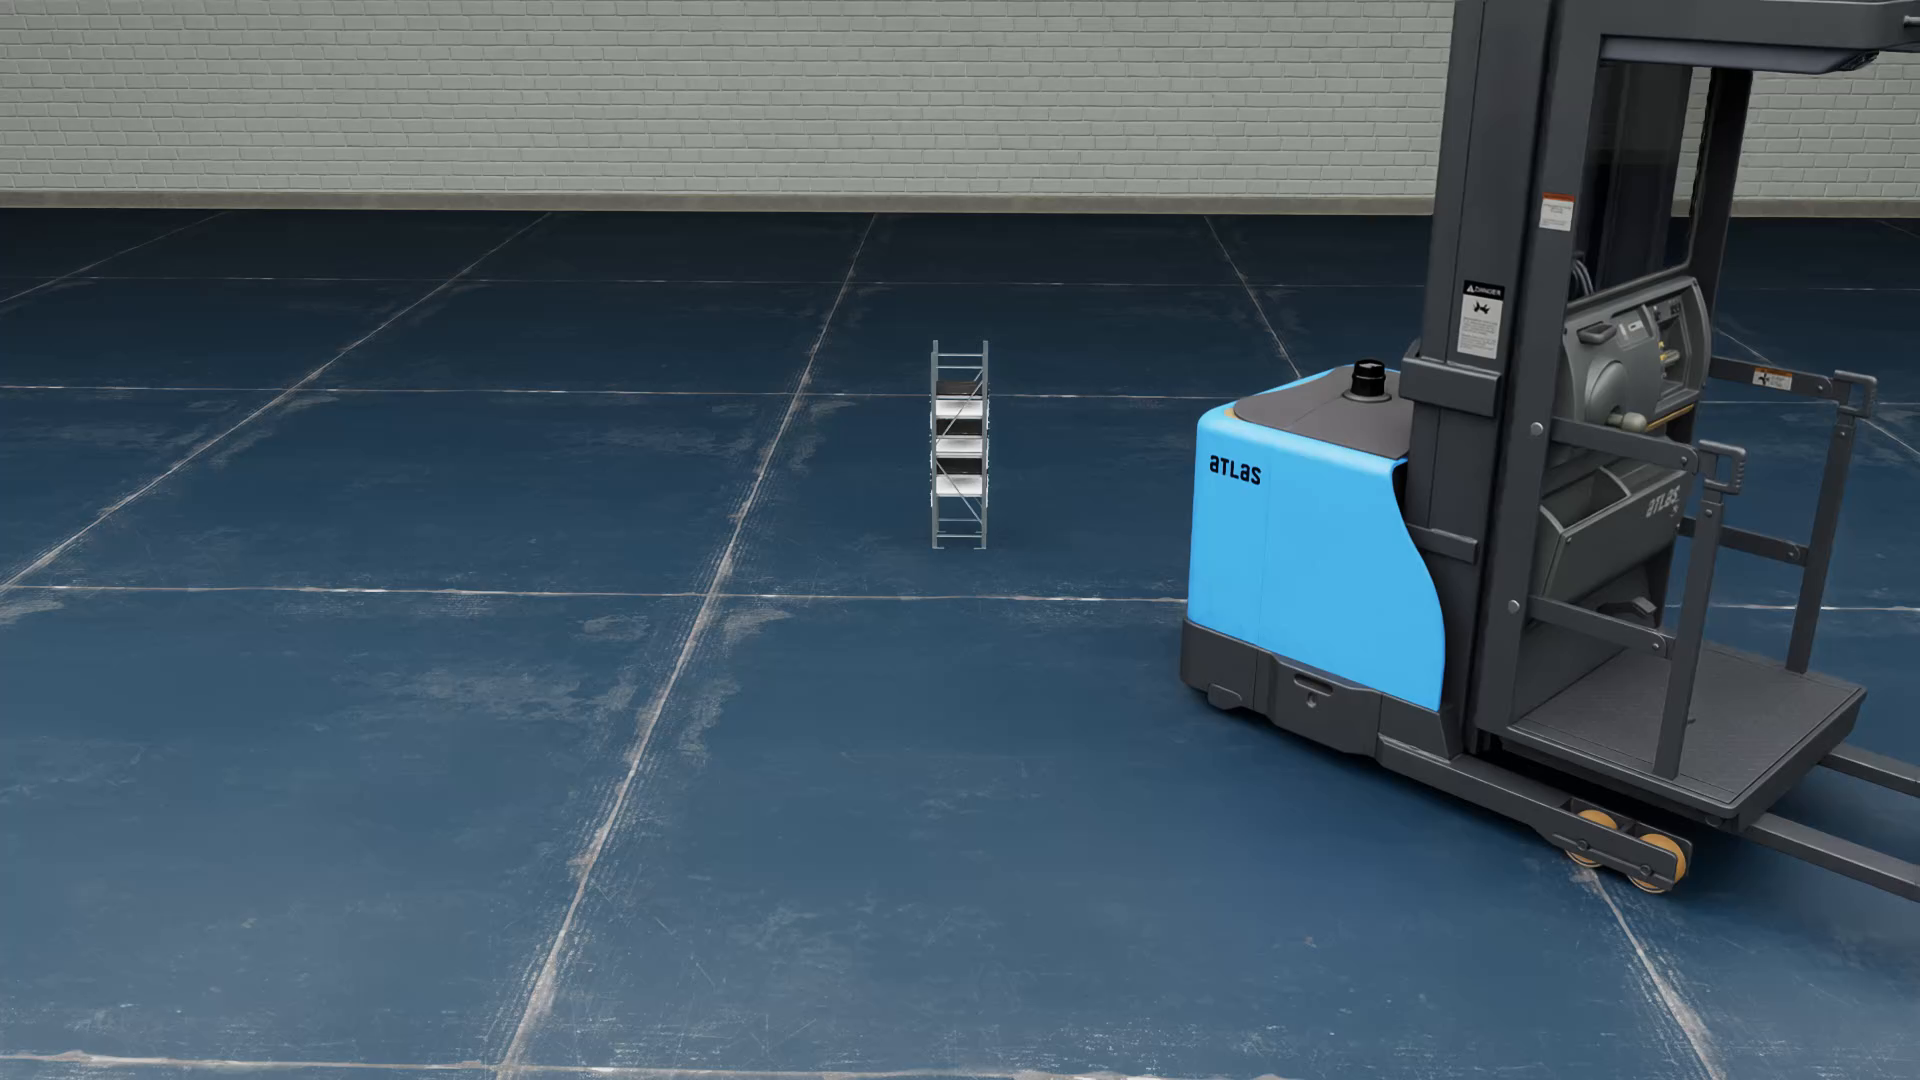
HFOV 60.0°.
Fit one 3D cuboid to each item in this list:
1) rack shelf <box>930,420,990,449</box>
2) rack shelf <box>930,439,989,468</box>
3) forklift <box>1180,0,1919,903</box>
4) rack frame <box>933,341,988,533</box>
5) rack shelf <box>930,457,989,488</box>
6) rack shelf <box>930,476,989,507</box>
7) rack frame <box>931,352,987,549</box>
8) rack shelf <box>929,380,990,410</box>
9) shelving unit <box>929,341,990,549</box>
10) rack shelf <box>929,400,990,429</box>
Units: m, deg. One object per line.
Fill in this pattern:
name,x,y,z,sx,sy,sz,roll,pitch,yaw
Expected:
rack shelf,0.000,-0.469,7.338,0.258,0.077,0.200,1,21,2
rack shelf,0.000,-0.386,7.371,0.258,0.077,0.200,1,21,2
forklift,2.193,-0.546,4.883,1.130,2.935,3.031,-20,29,-41
rack frame,0.003,-0.453,7.453,0.240,0.900,0.006,1,21,2
rack shelf,0.000,-0.302,7.403,0.258,0.077,0.200,1,21,2
rack shelf,0.000,-0.218,7.436,0.258,0.077,0.200,1,21,2
rack frame,-0.003,-0.380,7.264,0.240,0.900,0.006,1,21,2
rack shelf,0.000,-0.637,7.273,0.258,0.077,0.200,1,21,2
shelving unit,0.000,-0.417,7.359,0.258,0.900,0.210,1,21,2
rack shelf,0.000,-0.553,7.306,0.258,0.077,0.200,1,21,2
